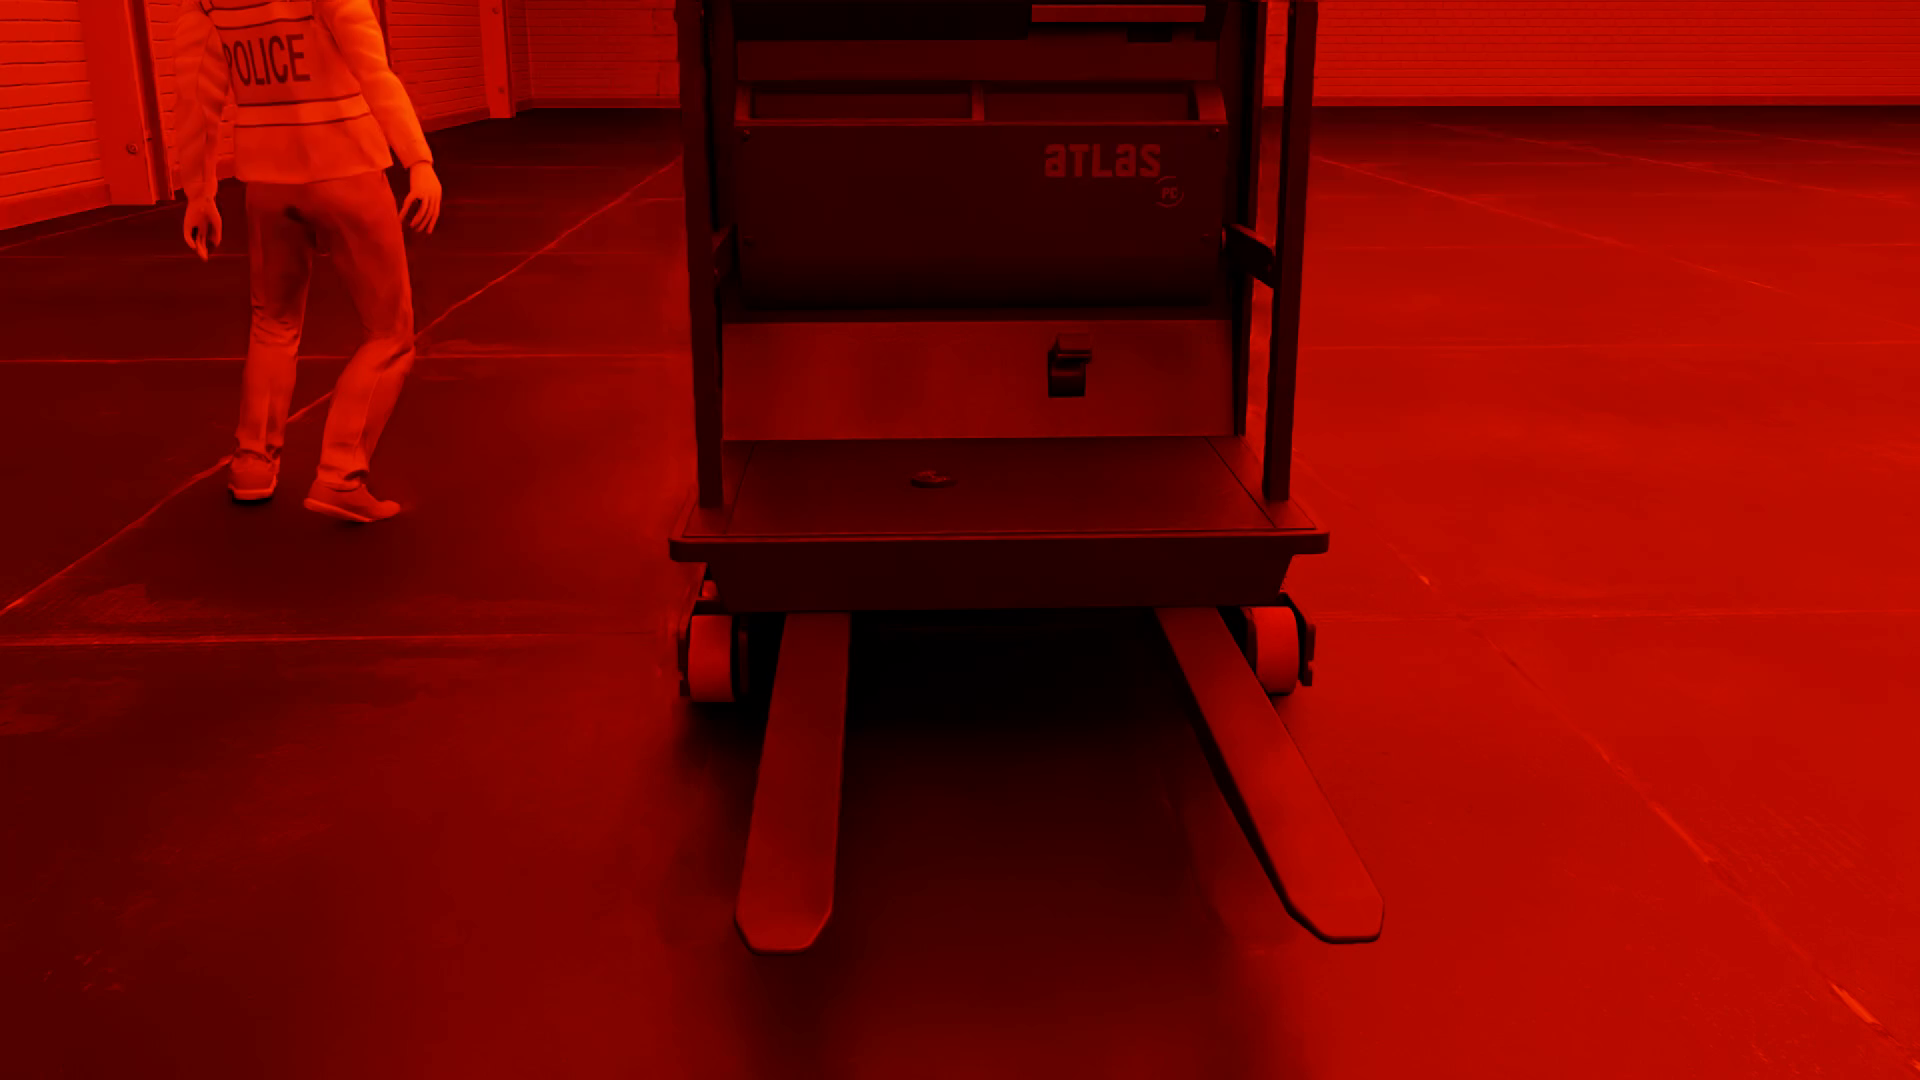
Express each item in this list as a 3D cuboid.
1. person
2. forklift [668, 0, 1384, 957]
[{"bbox_3d":[-1.574,-0.835,3.985,0.796,1.626,0.463,6,18,19],"label":"person"},{"bbox_3d":[0.049,-1.203,2.841,1.130,2.935,3.031,-1,17,-2],"label":"forklift"}]
